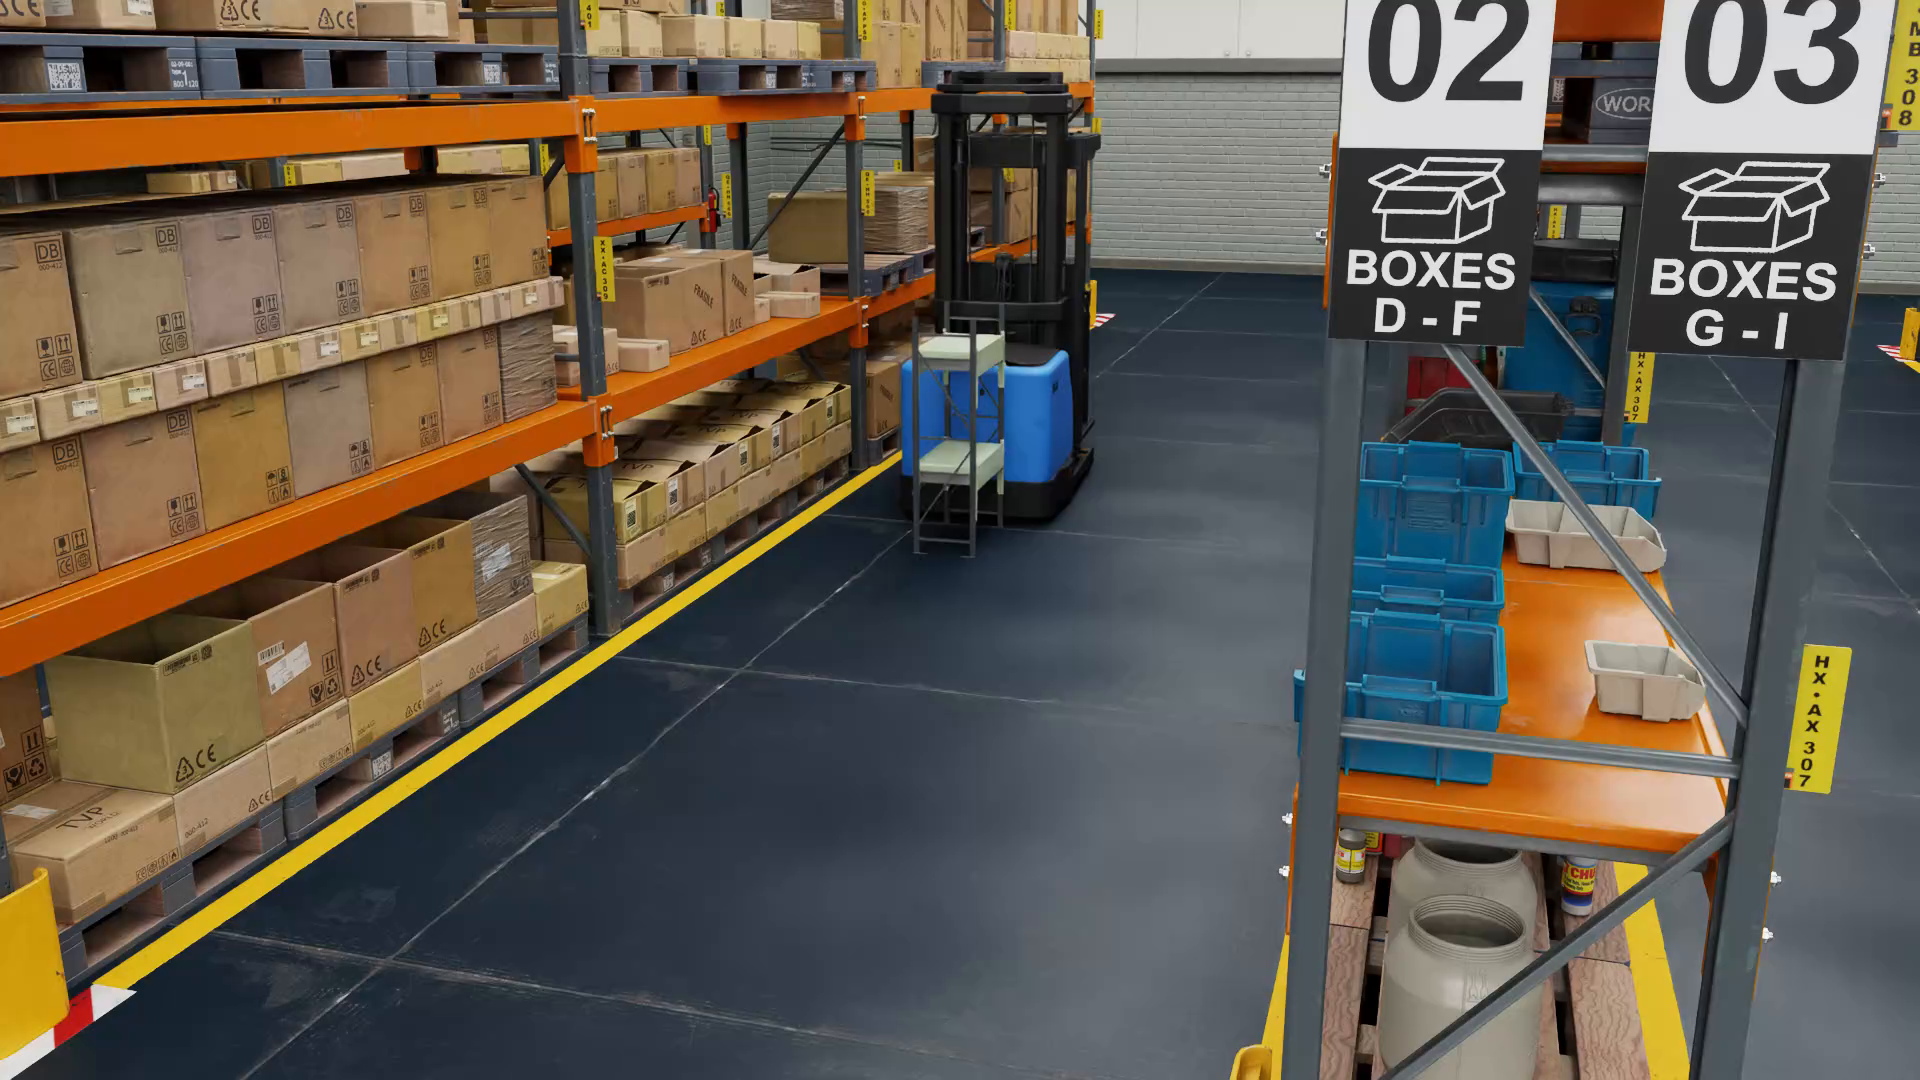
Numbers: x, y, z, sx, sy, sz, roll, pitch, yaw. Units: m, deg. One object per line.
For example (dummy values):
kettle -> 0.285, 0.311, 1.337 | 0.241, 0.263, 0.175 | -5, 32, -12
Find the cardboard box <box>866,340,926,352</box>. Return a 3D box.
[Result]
cardboard box -> -0.510, -1.386, 13.994 | 0.500, 0.500, 0.500 | 4, 16, 15

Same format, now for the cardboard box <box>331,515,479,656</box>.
cardboard box -> -2.555, 0.194, 7.543 | 0.500, 0.500, 0.500 | 5, 16, 16

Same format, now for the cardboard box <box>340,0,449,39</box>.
cardboard box -> -2.422, -2.220, 7.097 | 0.380, 0.149, 0.250 | 5, 16, 16

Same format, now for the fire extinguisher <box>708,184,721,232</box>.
fire extinguisher -> -3.196, -4.275, 21.229 | 0.296, 0.674, 0.183 | 5, 16, 16

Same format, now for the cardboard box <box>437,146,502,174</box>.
cardboard box -> -4.860, -3.728, 16.336 | 0.500, 0.250, 0.500 | 5, 17, 17

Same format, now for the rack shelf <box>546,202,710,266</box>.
rack shelf -> -4.250, -3.619, 19.408 | 1.077, 0.370, 4.000 | 5, 16, 16

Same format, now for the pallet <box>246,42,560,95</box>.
pallet -> -2.559, -2.141, 7.544 | 1.003, 0.211, 1.213 | 5, 16, 16

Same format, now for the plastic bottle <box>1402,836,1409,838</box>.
plastic bottle -> 1.634, 0.991, 6.160 | 0.097, 0.201, 0.097 | 0, 16, 0

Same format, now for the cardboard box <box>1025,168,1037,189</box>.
cardboard box -> 0.482, -3.824, 16.798 | 0.500, 0.500, 0.500 | 4, 16, 14

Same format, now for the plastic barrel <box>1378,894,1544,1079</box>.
plastic barrel -> 1.384, 1.283, 4.598 | 0.421, 0.512, 0.421 | 0, 16, 0

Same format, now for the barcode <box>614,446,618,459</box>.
barcode -> -1.869, -0.471, 9.007 | 0.001, 0.075, 0.075 | 5, 16, 16

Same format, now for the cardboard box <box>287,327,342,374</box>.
cardboard box -> -2.722, -0.767, 6.664 | 0.380, 0.149, 0.250 | 5, 17, 16

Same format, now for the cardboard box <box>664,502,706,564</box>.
cardboard box -> -1.842, -0.064, 9.829 | 0.500, 0.250, 0.500 | 5, 17, 17

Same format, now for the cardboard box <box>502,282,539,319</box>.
cardboard box -> -2.285, -1.173, 8.096 | 0.380, 0.149, 0.250 | 4, 16, 15

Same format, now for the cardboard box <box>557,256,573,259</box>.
cardboard box -> -4.444, -3.191, 19.206 | 0.380, 0.149, 0.250 | 5, 17, 16

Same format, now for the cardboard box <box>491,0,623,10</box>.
cardboard box -> -2.128, -3.057, 8.745 | 0.500, 0.500, 0.500 | 5, 17, 17

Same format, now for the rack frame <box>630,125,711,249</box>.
rack frame -> -3.681, -4.488, 21.155 | 1.000, 3.000, 0.127 | 5, 16, 16

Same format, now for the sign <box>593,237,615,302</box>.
sign -> -1.809, -1.377, 8.456 | 0.100, 0.325, 0.005 | 5, 16, 16

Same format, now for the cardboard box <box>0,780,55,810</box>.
cardboard box -> -3.609, 1.039, 5.939 | 0.500, 0.250, 0.500 | 5, 16, 16

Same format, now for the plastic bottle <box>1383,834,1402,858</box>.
plastic bottle -> 1.572, 0.991, 6.009 | 0.061, 0.283, 0.133 | 5, 16, 16

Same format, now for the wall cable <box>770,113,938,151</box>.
wall cable -> -1.731, -7.332, 25.879 | 3.097, 2.526, 0.112 | 5, 16, 16

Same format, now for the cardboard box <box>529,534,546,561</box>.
cardboard box -> -2.501, 0.025, 9.515 | 0.500, 0.250, 0.500 | 4, 16, 15

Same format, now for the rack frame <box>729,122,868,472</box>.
rack frame -> -1.204, -2.012, 12.425 | 1.000, 3.000, 0.127 | 5, 16, 16

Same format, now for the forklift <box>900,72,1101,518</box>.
forklift -> 0.412, -1.915, 12.211 | 1.130, 2.935, 3.031 | 3, 16, 12

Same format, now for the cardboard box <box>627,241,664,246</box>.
cardboard box -> -3.941, -3.657, 20.847 | 0.380, 0.149, 0.250 | 5, 17, 16

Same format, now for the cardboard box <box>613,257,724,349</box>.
cardboard box -> -1.815, -1.482, 10.374 | 0.500, 0.500, 0.500 | 5, 16, 16

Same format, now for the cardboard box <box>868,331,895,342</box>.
cardboard box -> -0.873, -1.557, 14.596 | 0.500, 0.500, 0.500 | 4, 16, 14

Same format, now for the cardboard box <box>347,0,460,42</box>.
cardboard box -> -2.737, -2.614, 7.844 | 0.500, 0.500, 0.500 | 6, 17, 20

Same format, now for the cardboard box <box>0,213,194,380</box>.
cardboard box -> -3.174, -0.864, 5.818 | 0.700, 0.500, 0.500 | 4, 16, 14

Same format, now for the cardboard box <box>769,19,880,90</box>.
cardboard box -> -1.113, -3.620, 12.414 | 0.910, 0.500, 0.500 | 5, 16, 16

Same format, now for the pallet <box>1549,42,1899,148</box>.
pallet -> 1.599, -1.095, 4.041 | 1.003, 0.211, 1.213 | 5, 16, 16

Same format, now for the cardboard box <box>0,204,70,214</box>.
cardboard box -> -6.591, -2.059, 11.602 | 0.700, 0.500, 0.500 | 7, 17, 24

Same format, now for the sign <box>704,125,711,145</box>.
sign -> -3.165, -5.113, 20.804 | 0.100, 0.325, 0.005 | 5, 16, 16

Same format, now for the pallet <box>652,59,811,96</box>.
pallet -> -1.626, -2.887, 10.359 | 1.003, 0.211, 1.213 | 5, 17, 18

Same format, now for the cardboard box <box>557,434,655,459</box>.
cardboard box -> -2.215, -0.509, 10.370 | 0.500, 0.311, 0.500 | 5, 16, 16

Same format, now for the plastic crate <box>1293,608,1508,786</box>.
plastic crate -> 1.126, 0.384, 4.252 | 0.499, 0.251, 0.616 | 5, 16, 16

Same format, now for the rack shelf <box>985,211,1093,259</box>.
rack shelf -> 0.501, -3.235, 18.058 | 1.077, 0.370, 4.000 | 5, 16, 16

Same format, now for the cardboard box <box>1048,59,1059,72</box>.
cardboard box -> 0.736, -4.929, 17.490 | 0.500, 0.250, 0.500 | 5, 16, 16

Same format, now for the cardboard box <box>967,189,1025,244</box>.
cardboard box -> 0.338, -3.219, 16.497 | 0.500, 0.500, 0.500 | 5, 17, 17

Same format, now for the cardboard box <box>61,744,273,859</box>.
cardboard box -> -2.974, 0.948, 6.260 | 0.500, 0.250, 0.500 | 5, 16, 16

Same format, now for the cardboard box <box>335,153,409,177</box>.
cardboard box -> -5.288, -3.327, 14.923 | 0.500, 0.250, 0.500 | 5, 17, 16

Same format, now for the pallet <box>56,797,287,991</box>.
pallet -> -3.301, 1.219, 6.143 | 1.003, 0.211, 1.213 | 5, 16, 16

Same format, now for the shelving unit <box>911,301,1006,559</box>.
shelving unit -> -0.002, -0.715, 10.602 | 0.431, 1.500, 0.755 | 4, 16, 14

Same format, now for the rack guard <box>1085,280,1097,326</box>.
rack guard -> 1.047, -2.882, 20.075 | 1.175, 0.500, 0.348 | 5, 16, 16

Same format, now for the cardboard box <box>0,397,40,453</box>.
cardboard box -> -3.160, -0.365, 5.247 | 0.380, 0.149, 0.250 | 5, 16, 15

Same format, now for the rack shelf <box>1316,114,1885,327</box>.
rack shelf -> 1.839, -1.154, 5.222 | 1.077, 0.370, 4.000 | 5, 16, 16

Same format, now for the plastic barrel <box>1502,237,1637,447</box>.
plastic barrel -> 2.807, -0.899, 7.583 | 0.600, 0.901, 0.708 | 5, 16, 16

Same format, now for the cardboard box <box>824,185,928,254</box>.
cardboard box -> -0.691, -2.660, 13.757 | 0.700, 0.500, 0.500 | 8, 18, 26

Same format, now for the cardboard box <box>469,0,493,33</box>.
cardboard box -> -4.843, -5.624, 17.611 | 0.500, 0.500, 0.500 | 4, 16, 15

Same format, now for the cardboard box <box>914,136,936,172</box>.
cardboard box -> -0.172, -3.740, 16.502 | 0.500, 0.500, 0.500 | 5, 17, 16

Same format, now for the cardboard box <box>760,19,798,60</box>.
cardboard box -> -1.411, -3.323, 11.057 | 0.500, 0.250, 0.500 | 5, 17, 17

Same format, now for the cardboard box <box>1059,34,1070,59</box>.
cardboard box -> 0.880, -5.301, 17.882 | 0.500, 0.250, 0.500 | 5, 16, 16

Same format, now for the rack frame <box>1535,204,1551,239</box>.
rack frame -> 4.680, -2.673, 14.757 | 1.000, 3.000, 0.127 | 5, 16, 16

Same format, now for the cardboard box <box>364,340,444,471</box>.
cardboard box -> -2.751, -0.627, 7.361 | 0.700, 0.500, 0.500 | 5, 17, 17

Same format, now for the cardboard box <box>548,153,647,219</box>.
cardboard box -> -4.238, -4.108, 19.266 | 0.980, 0.700, 0.700 | 4, 16, 13

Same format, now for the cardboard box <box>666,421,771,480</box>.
cardboard box -> -1.549, -0.605, 10.708 | 0.500, 0.311, 0.500 | 5, 17, 17
